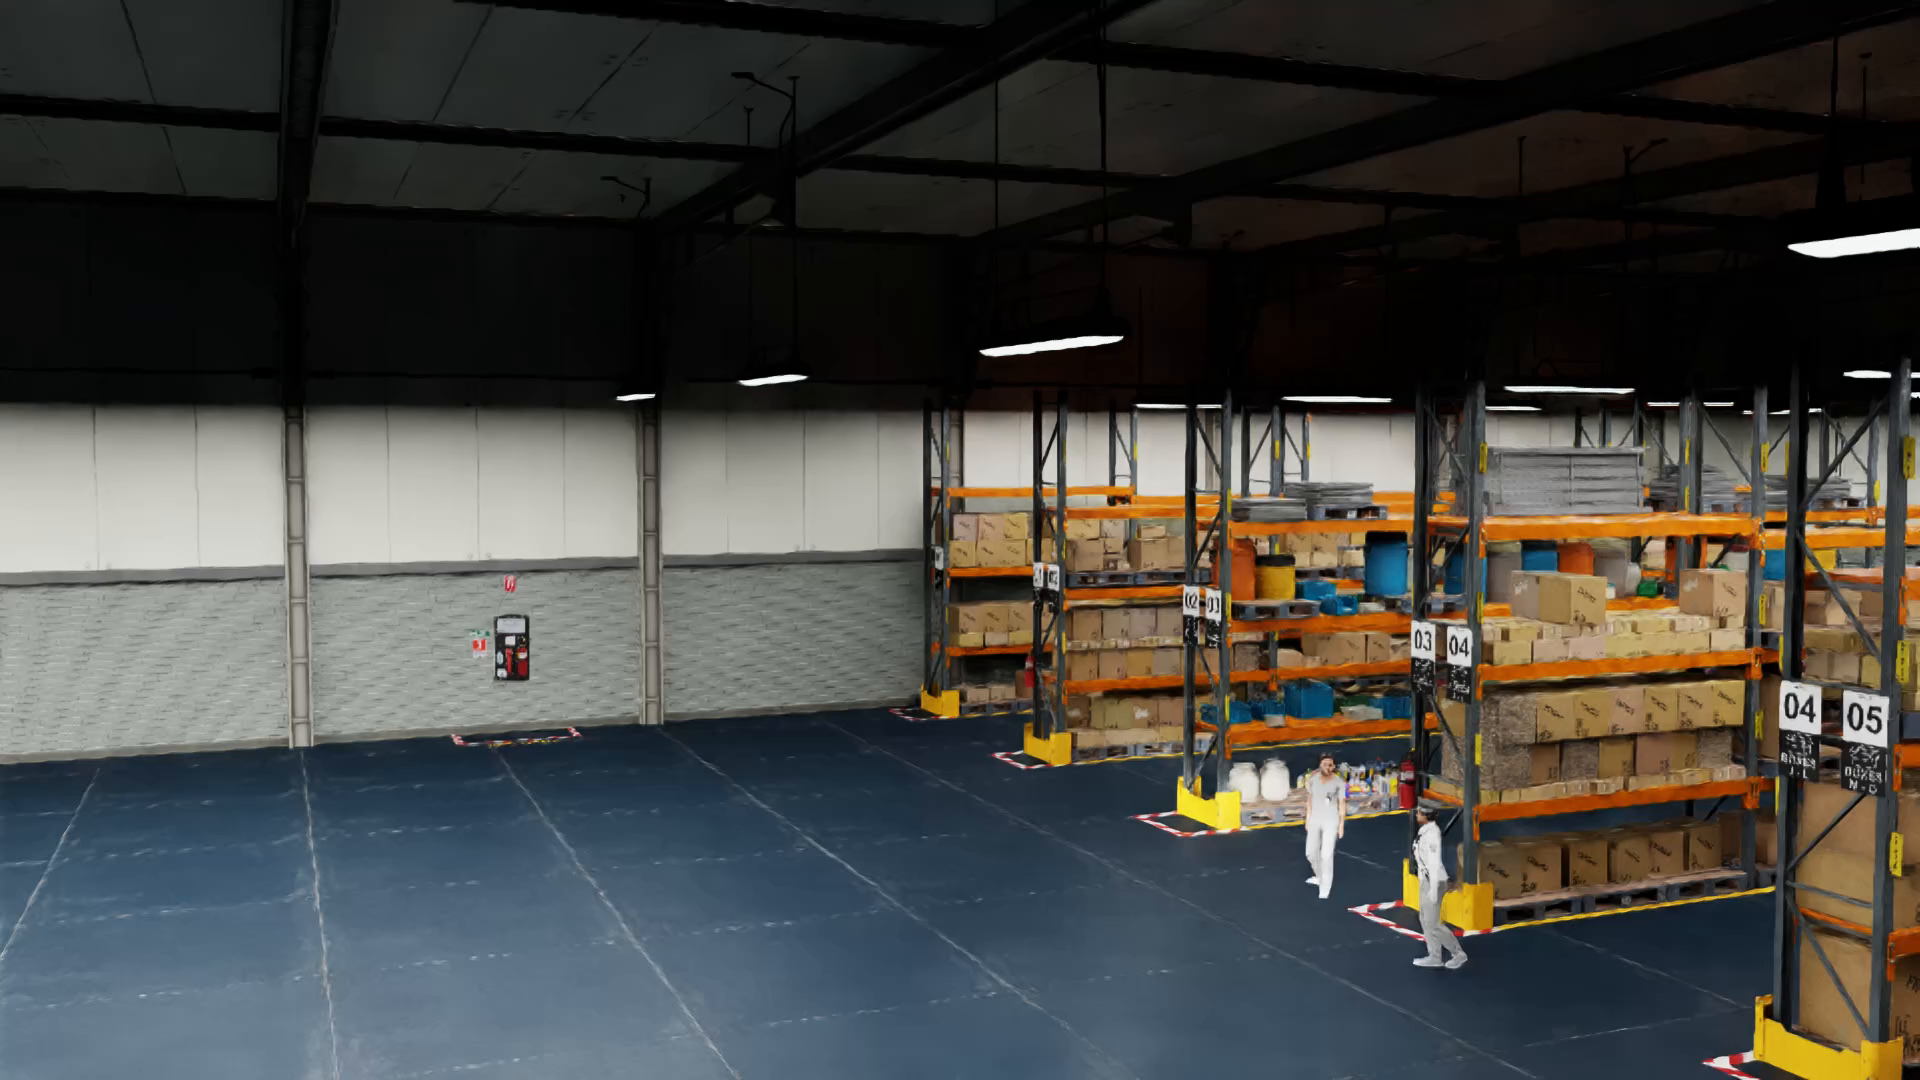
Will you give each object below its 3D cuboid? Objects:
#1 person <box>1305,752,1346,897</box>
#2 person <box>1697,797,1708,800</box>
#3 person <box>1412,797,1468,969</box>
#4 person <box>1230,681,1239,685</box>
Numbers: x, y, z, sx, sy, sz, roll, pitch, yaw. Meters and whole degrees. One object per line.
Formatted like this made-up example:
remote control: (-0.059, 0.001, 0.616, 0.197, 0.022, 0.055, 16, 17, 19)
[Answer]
person: (4.186, 3.219, 19.009, 0.506, 1.656, 0.538, 2, 4, 34)
person: (10.613, 2.956, 23.996, 0.359, 1.710, 0.526, 3, 4, 41)
person: (4.713, 3.380, 16.326, 0.544, 1.652, 0.527, 1, 3, 14)
person: (5.295, 2.376, 31.944, 0.655, 1.785, 0.577, 1, 3, 8)
